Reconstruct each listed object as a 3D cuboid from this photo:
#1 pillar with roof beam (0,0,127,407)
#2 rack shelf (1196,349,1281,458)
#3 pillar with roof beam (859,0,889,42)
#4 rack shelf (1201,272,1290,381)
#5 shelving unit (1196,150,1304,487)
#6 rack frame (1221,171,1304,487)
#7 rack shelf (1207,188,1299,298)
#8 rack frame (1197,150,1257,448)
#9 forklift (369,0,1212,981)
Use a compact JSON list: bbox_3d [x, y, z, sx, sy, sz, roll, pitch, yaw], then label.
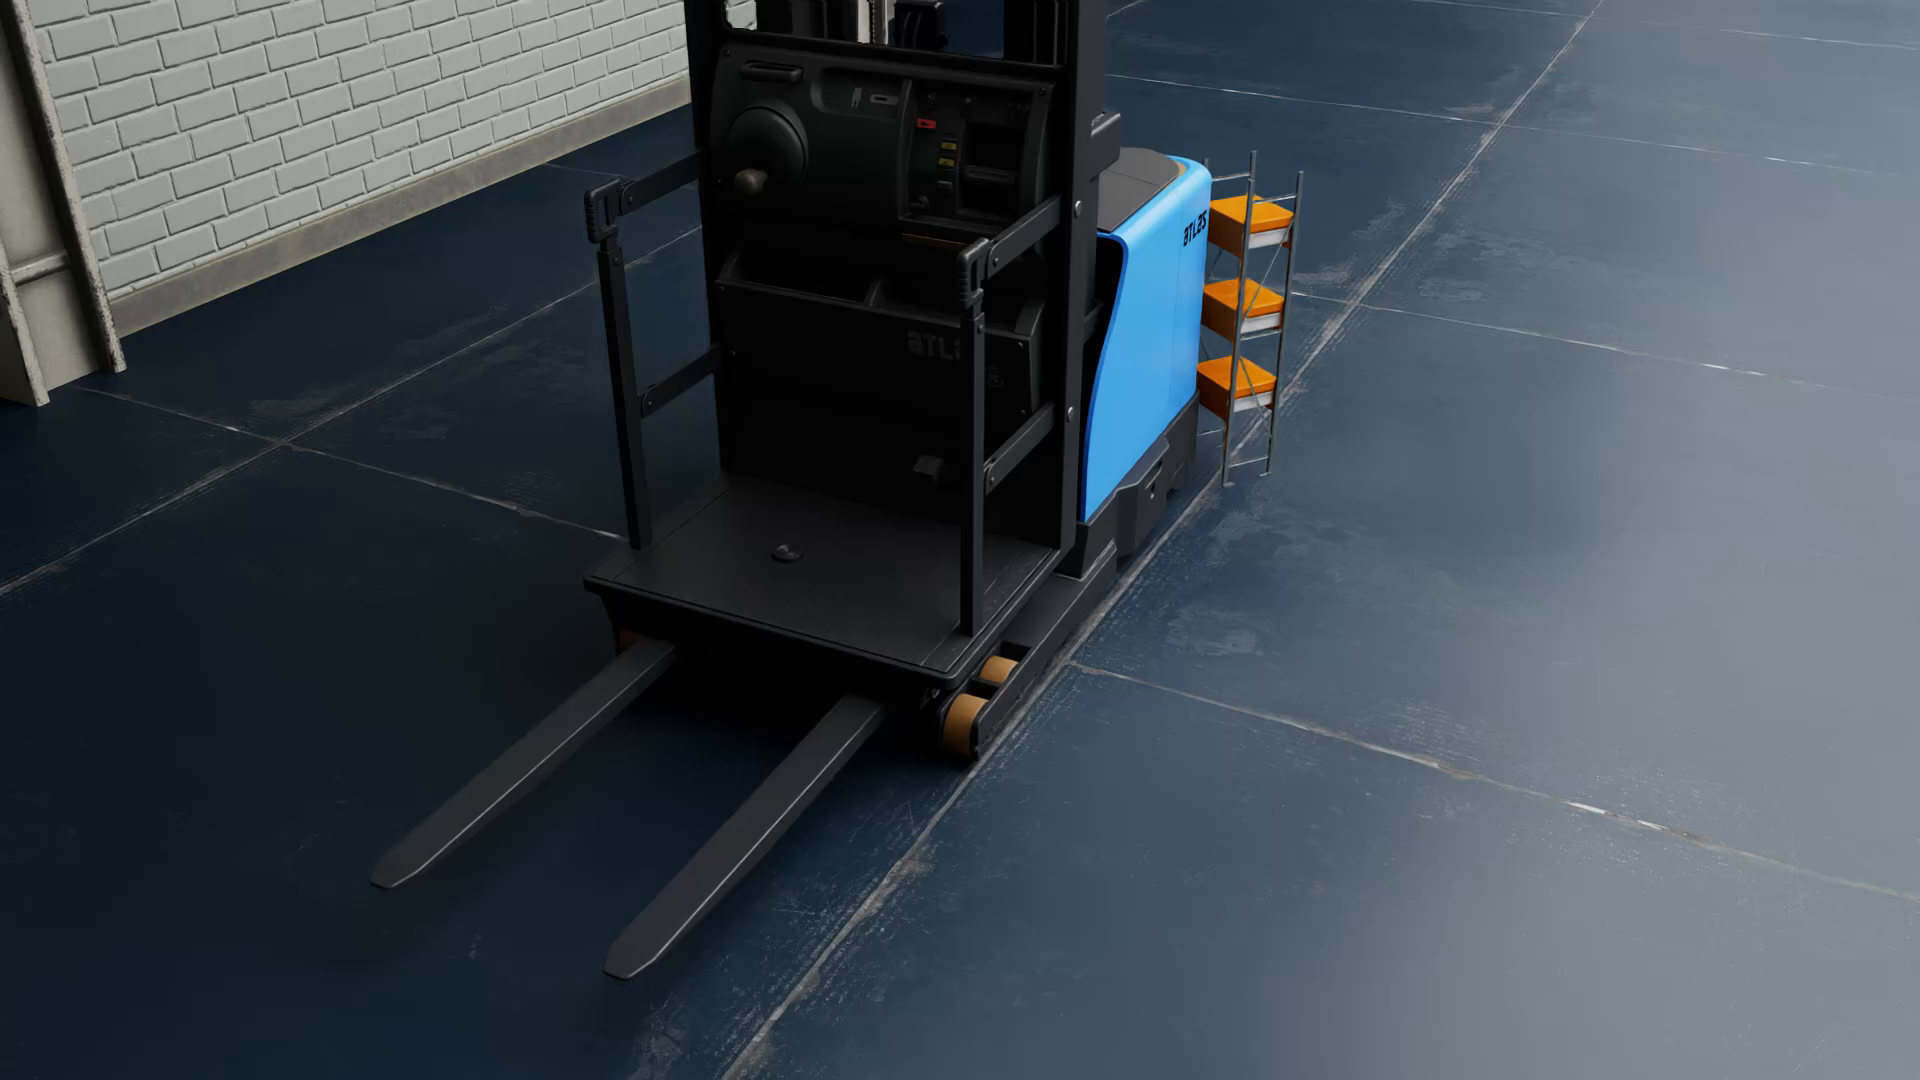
[{"bbox_3d":[0.401,-3.535,2.370,9.100,9.000,0.400,14,33,23],"label":"pillar with roof beam"},{"bbox_3d":[0.910,-0.461,5.577,0.215,0.259,0.240,-14,33,-23],"label":"rack shelf"},{"bbox_3d":[3.134,-6.195,7.002,9.100,9.000,0.400,14,33,23],"label":"pillar with roof beam"},{"bbox_3d":[0.911,-0.702,5.439,0.215,0.259,0.240,-14,33,-23],"label":"rack shelf"},{"bbox_3d":[0.911,-0.711,5.433,0.215,1.050,0.252,-14,33,-23],"label":"shelving unit"},{"bbox_3d":[0.966,-0.657,5.339,0.200,1.050,0.008,-14,33,-23],"label":"rack frame"},{"bbox_3d":[0.911,-0.948,5.297,0.215,0.259,0.240,-14,33,-23],"label":"rack shelf"},{"bbox_3d":[0.855,-0.765,5.528,0.200,1.050,0.008,-14,33,-23],"label":"rack frame"},{"bbox_3d":[-0.303,-0.958,3.975,1.130,2.935,3.031,13,33,22],"label":"forklift"}]
